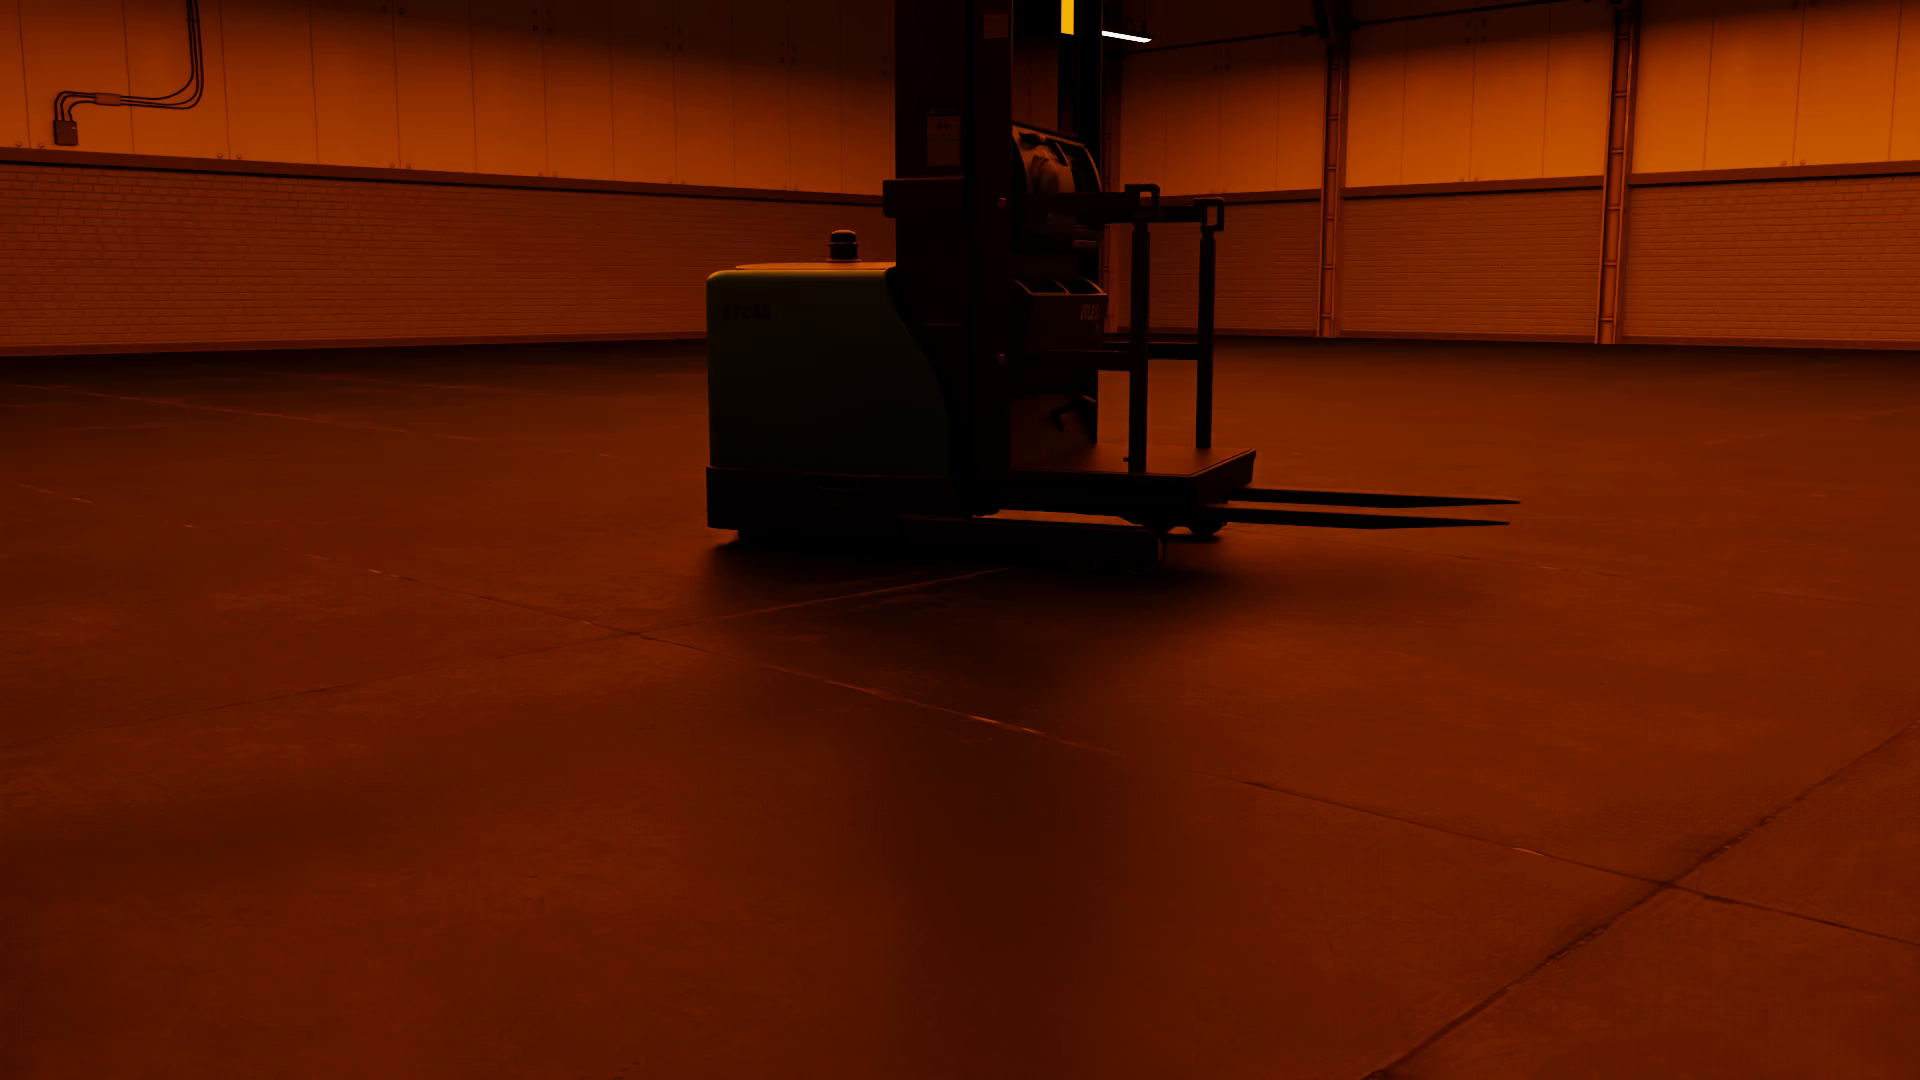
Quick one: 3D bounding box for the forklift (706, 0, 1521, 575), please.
[{"bbox_3d":[0.565,-1.416,6.275,3.031,2.935,1.130,3,9,22],"label":"forklift"}]
